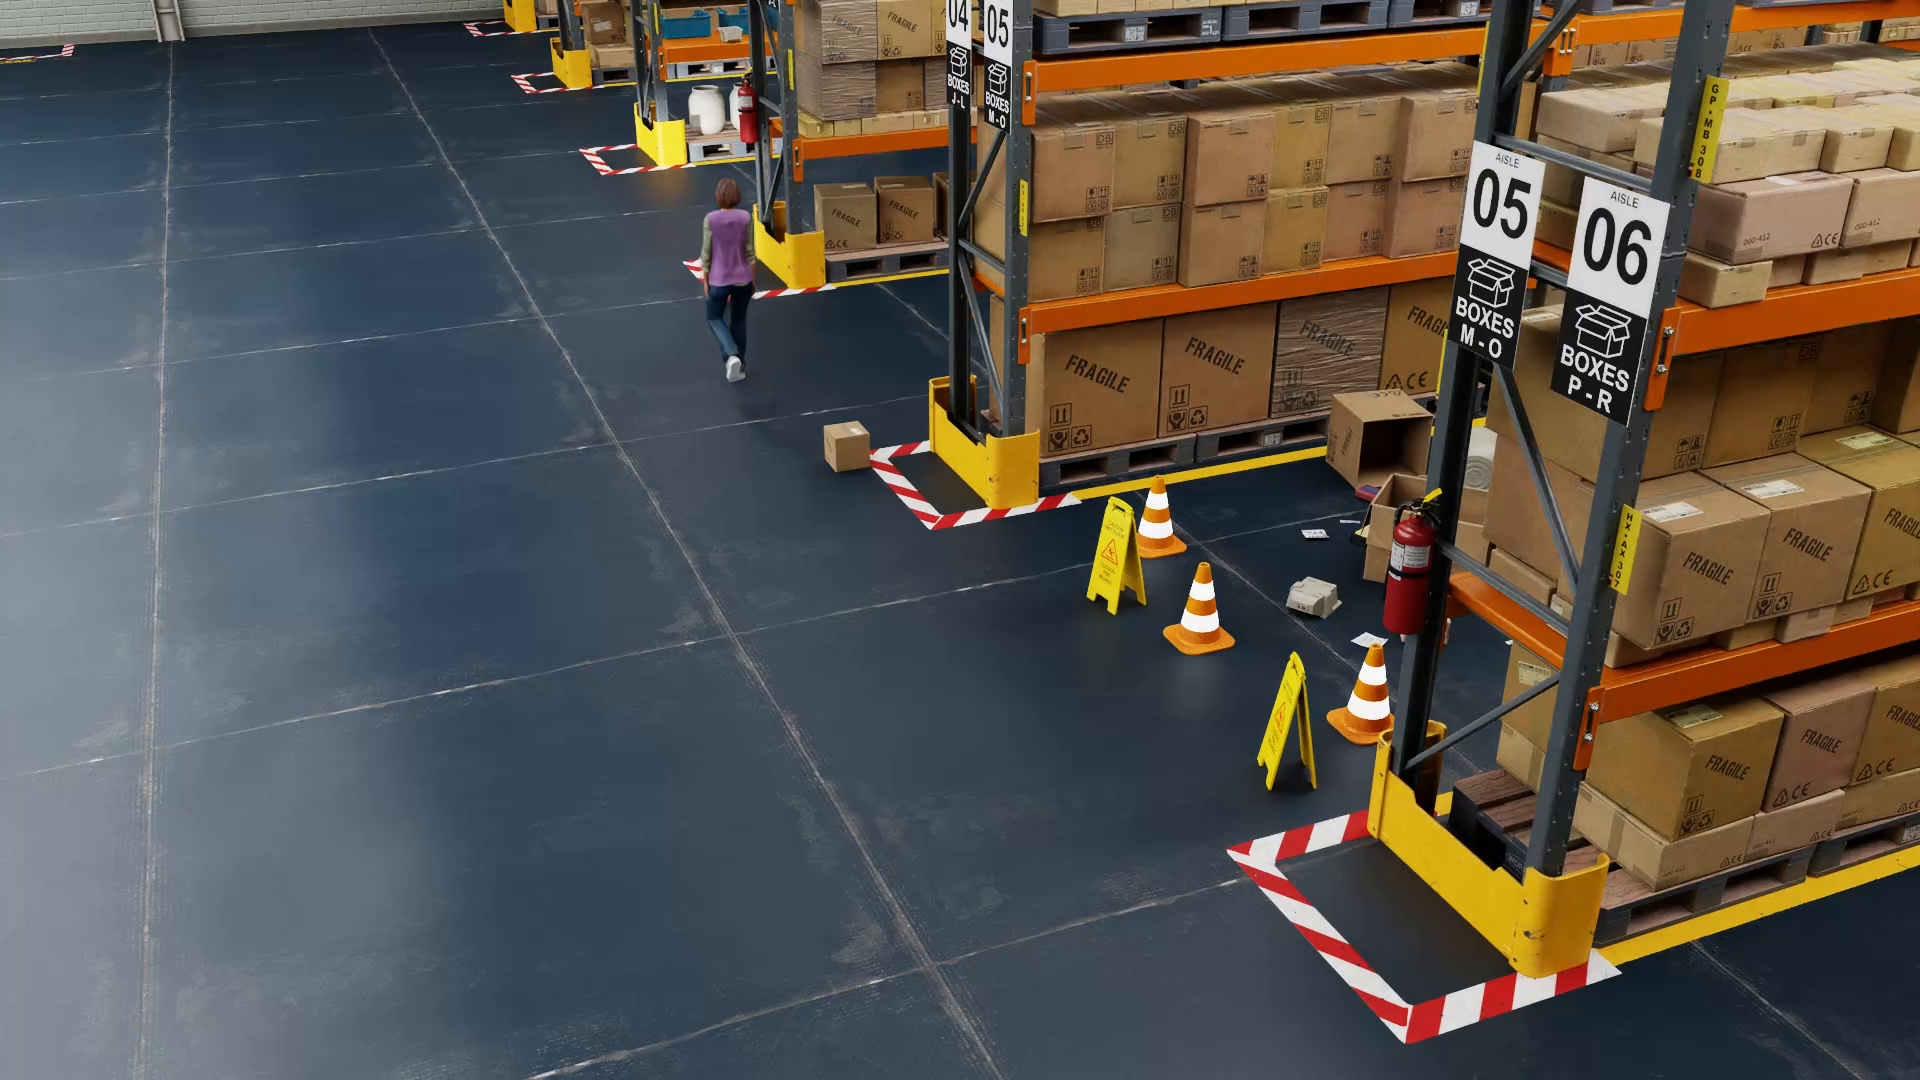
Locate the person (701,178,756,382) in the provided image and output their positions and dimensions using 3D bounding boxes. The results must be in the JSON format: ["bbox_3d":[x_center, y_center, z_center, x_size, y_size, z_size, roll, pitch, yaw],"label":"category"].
[{"bbox_3d":[-1.723,-1.925,12.475,0.417,1.584,0.572,-10,28,-19],"label":"person"}]
